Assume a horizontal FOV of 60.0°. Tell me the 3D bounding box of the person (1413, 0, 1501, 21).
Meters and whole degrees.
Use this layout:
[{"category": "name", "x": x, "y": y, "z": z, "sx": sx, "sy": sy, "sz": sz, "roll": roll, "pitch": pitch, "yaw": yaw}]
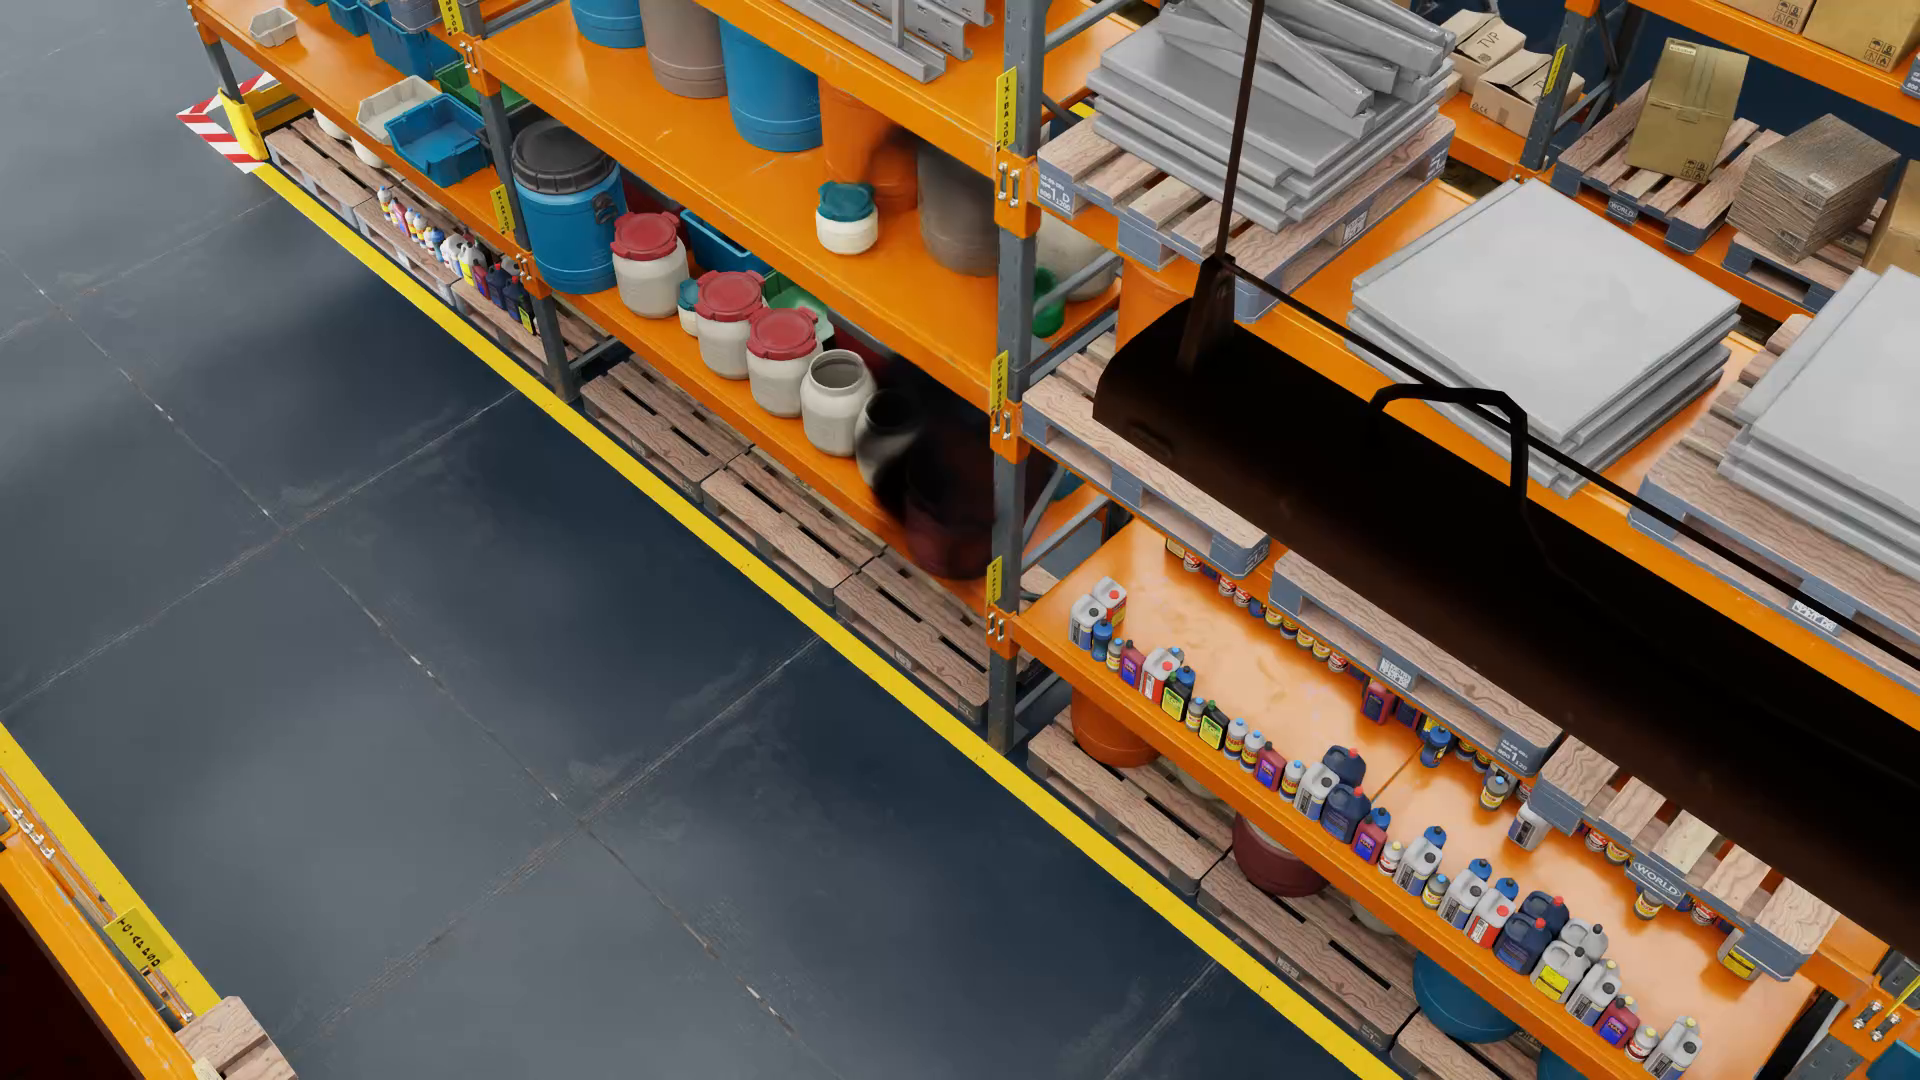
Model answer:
[{"category": "person", "x": 4.125, "y": -4.829, "z": 13.349, "sx": 0.828, "sy": 1.727, "sz": 0.637, "roll": 26, "pitch": 55, "yaw": 20}]
